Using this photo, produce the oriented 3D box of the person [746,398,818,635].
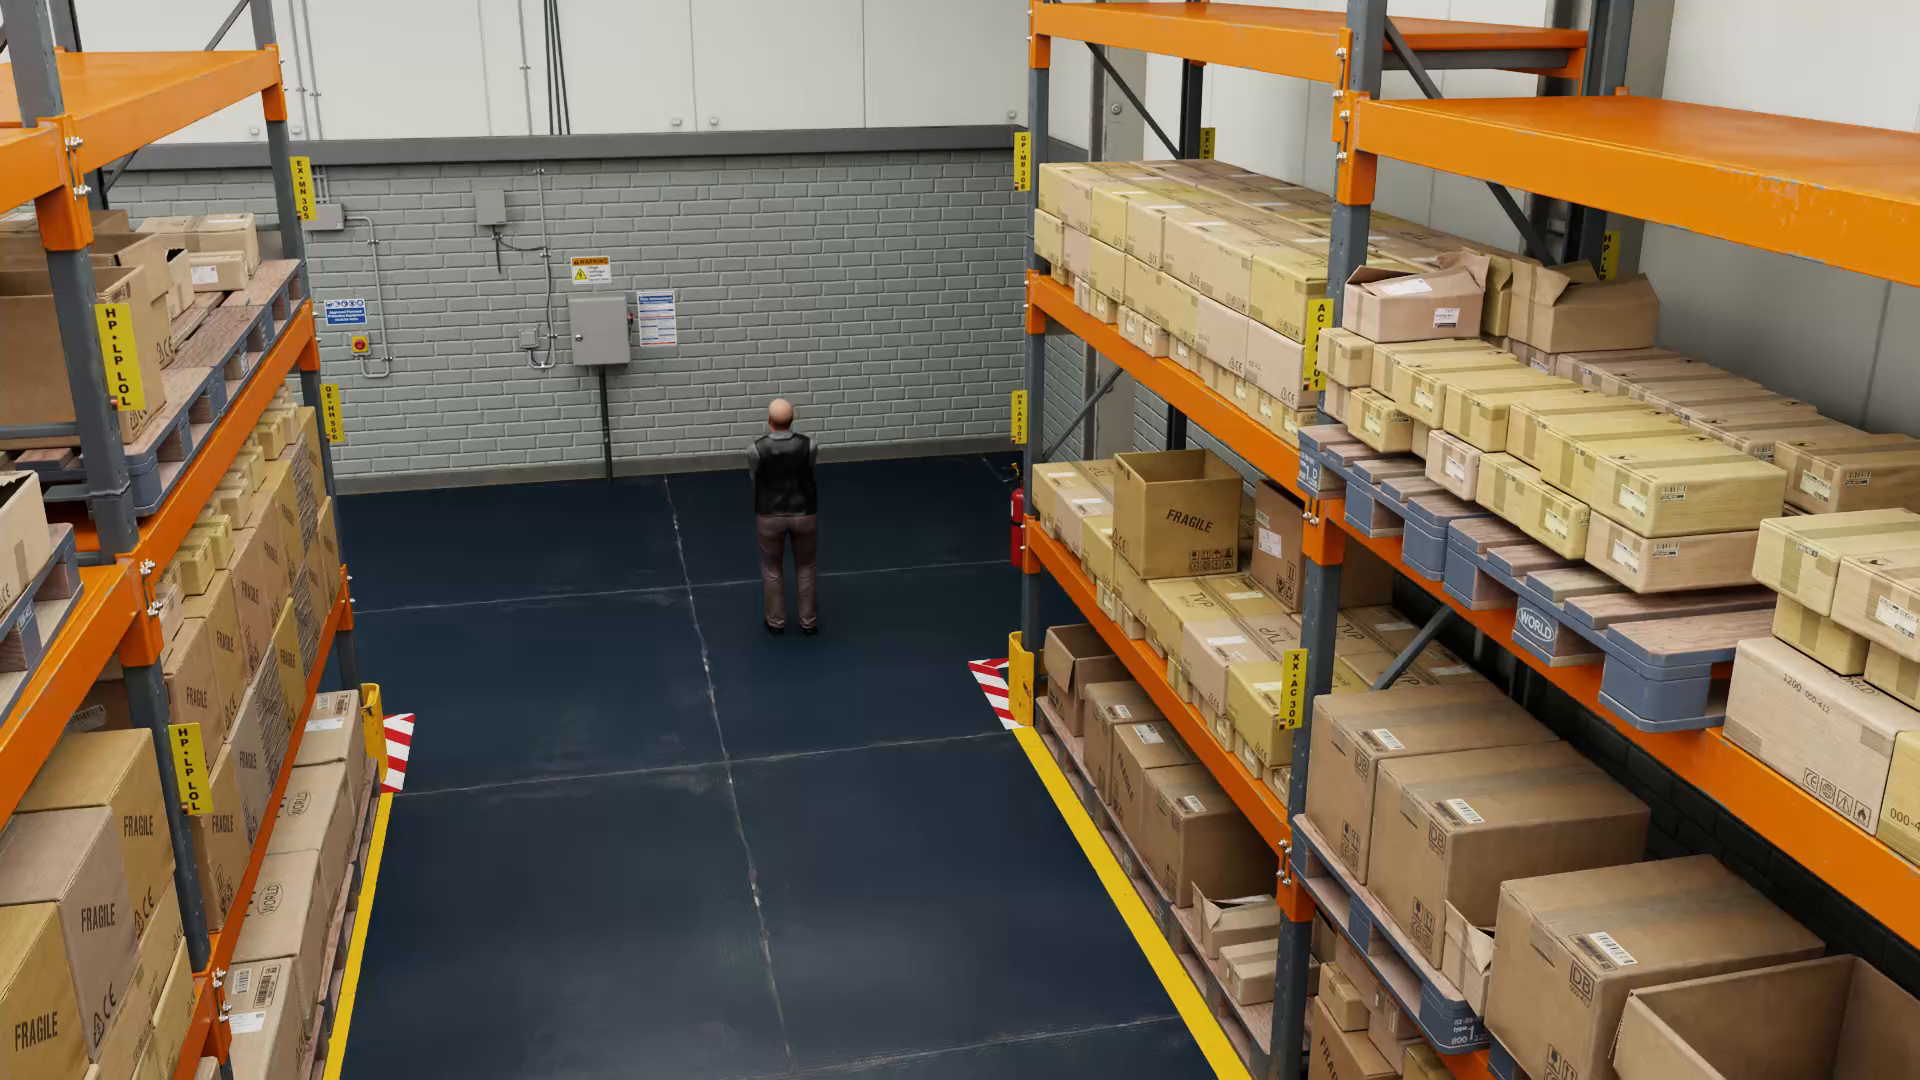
[{"bbox_3d":[-1.241,-0.187,11.648,0.494,1.715,0.545,-4,20,-12],"label":"person"}]
